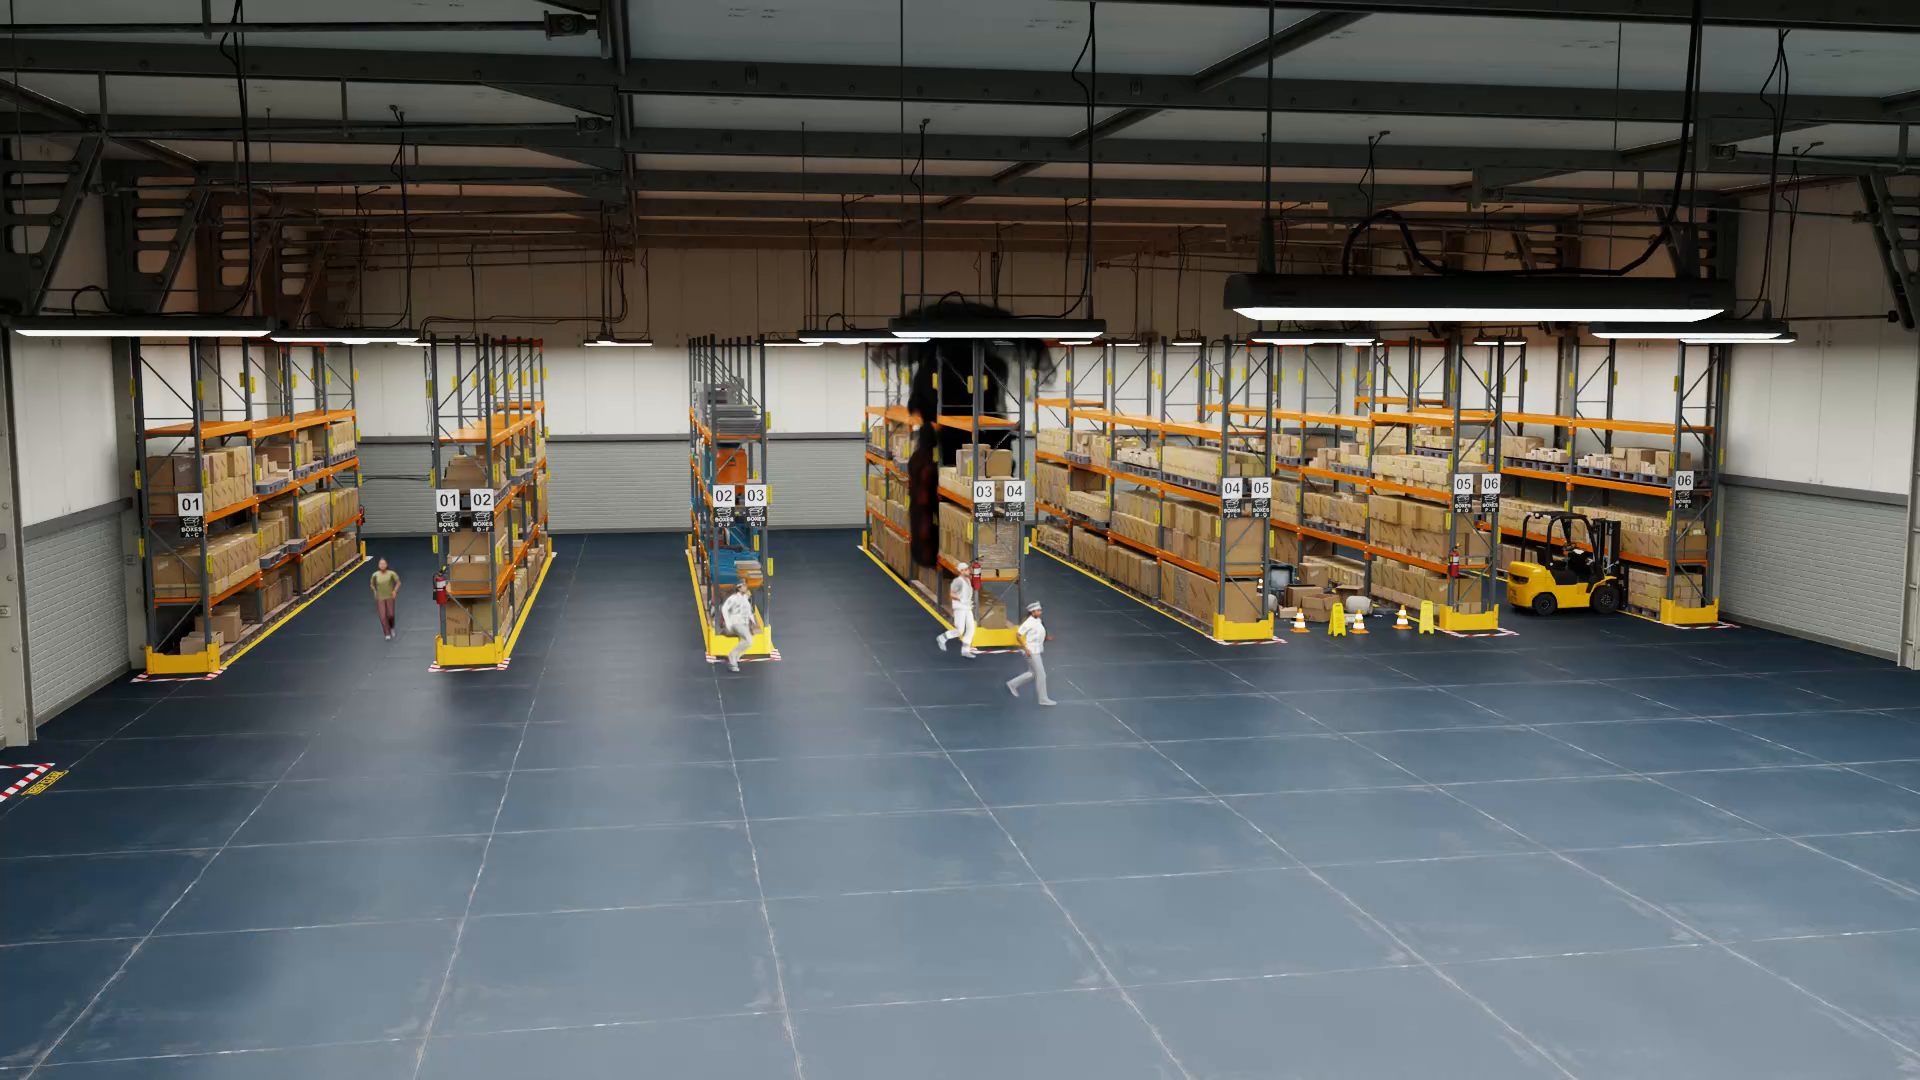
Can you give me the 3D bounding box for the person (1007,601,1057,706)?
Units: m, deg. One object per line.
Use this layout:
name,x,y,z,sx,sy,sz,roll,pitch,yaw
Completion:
person,1.144,1.810,26.799,0.865,1.674,0.578,3,7,21

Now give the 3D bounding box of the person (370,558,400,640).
person,-11.304,1.166,32.697,0.556,1.626,0.520,-1,7,-13

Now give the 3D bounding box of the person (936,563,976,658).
person,-0.006,1.299,31.111,0.802,1.766,0.673,4,8,30

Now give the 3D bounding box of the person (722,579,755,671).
person,-3.877,1.510,29.752,0.538,1.622,0.630,3,7,26

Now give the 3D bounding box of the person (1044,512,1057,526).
person,2.736,-0.786,49.881,0.814,1.584,0.535,2,7,17
